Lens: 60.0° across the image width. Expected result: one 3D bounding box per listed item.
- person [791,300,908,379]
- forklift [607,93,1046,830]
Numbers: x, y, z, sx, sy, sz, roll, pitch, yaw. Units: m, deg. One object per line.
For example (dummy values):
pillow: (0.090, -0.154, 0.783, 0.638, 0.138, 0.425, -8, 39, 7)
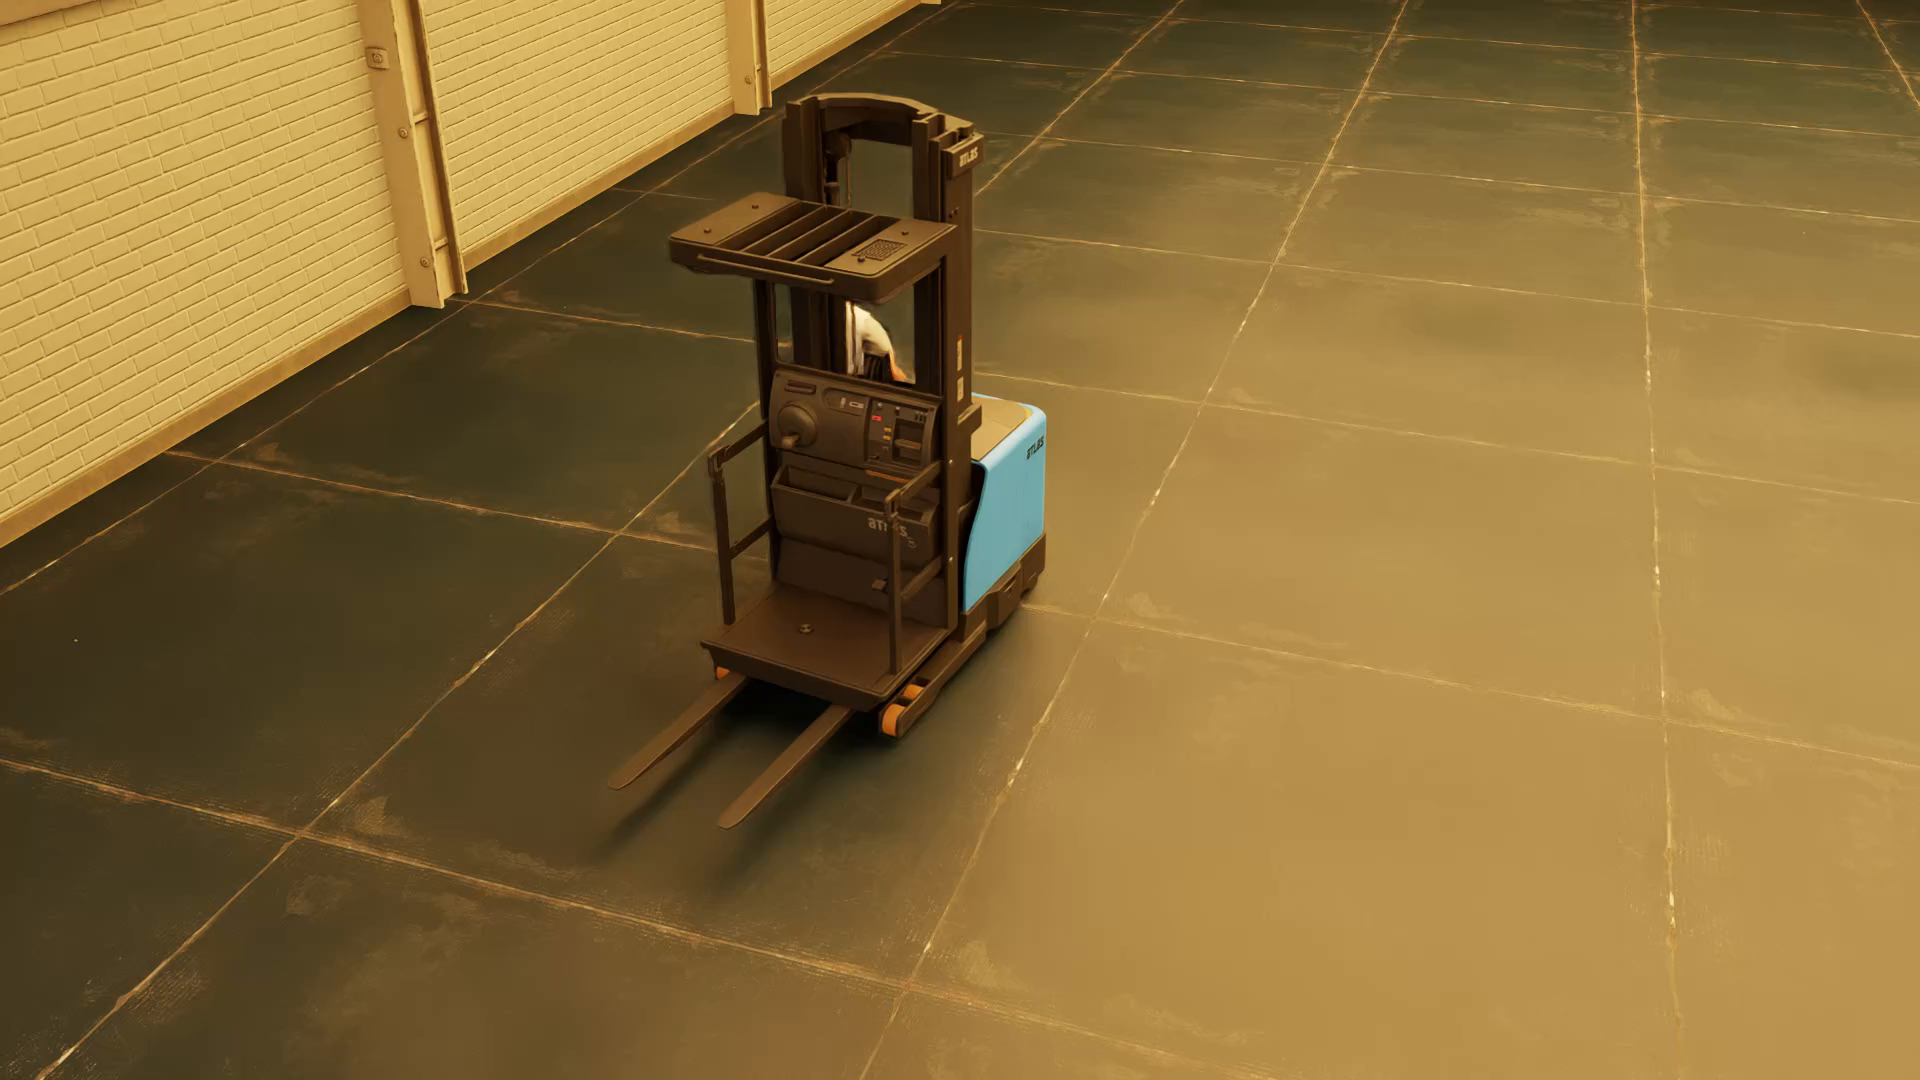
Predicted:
person: (-0.669, -0.935, 10.110, 0.974, 1.646, 0.729, 15, 33, 25)
forklift: (-0.633, -0.535, 8.075, 1.130, 2.935, 3.031, 14, 33, 24)
